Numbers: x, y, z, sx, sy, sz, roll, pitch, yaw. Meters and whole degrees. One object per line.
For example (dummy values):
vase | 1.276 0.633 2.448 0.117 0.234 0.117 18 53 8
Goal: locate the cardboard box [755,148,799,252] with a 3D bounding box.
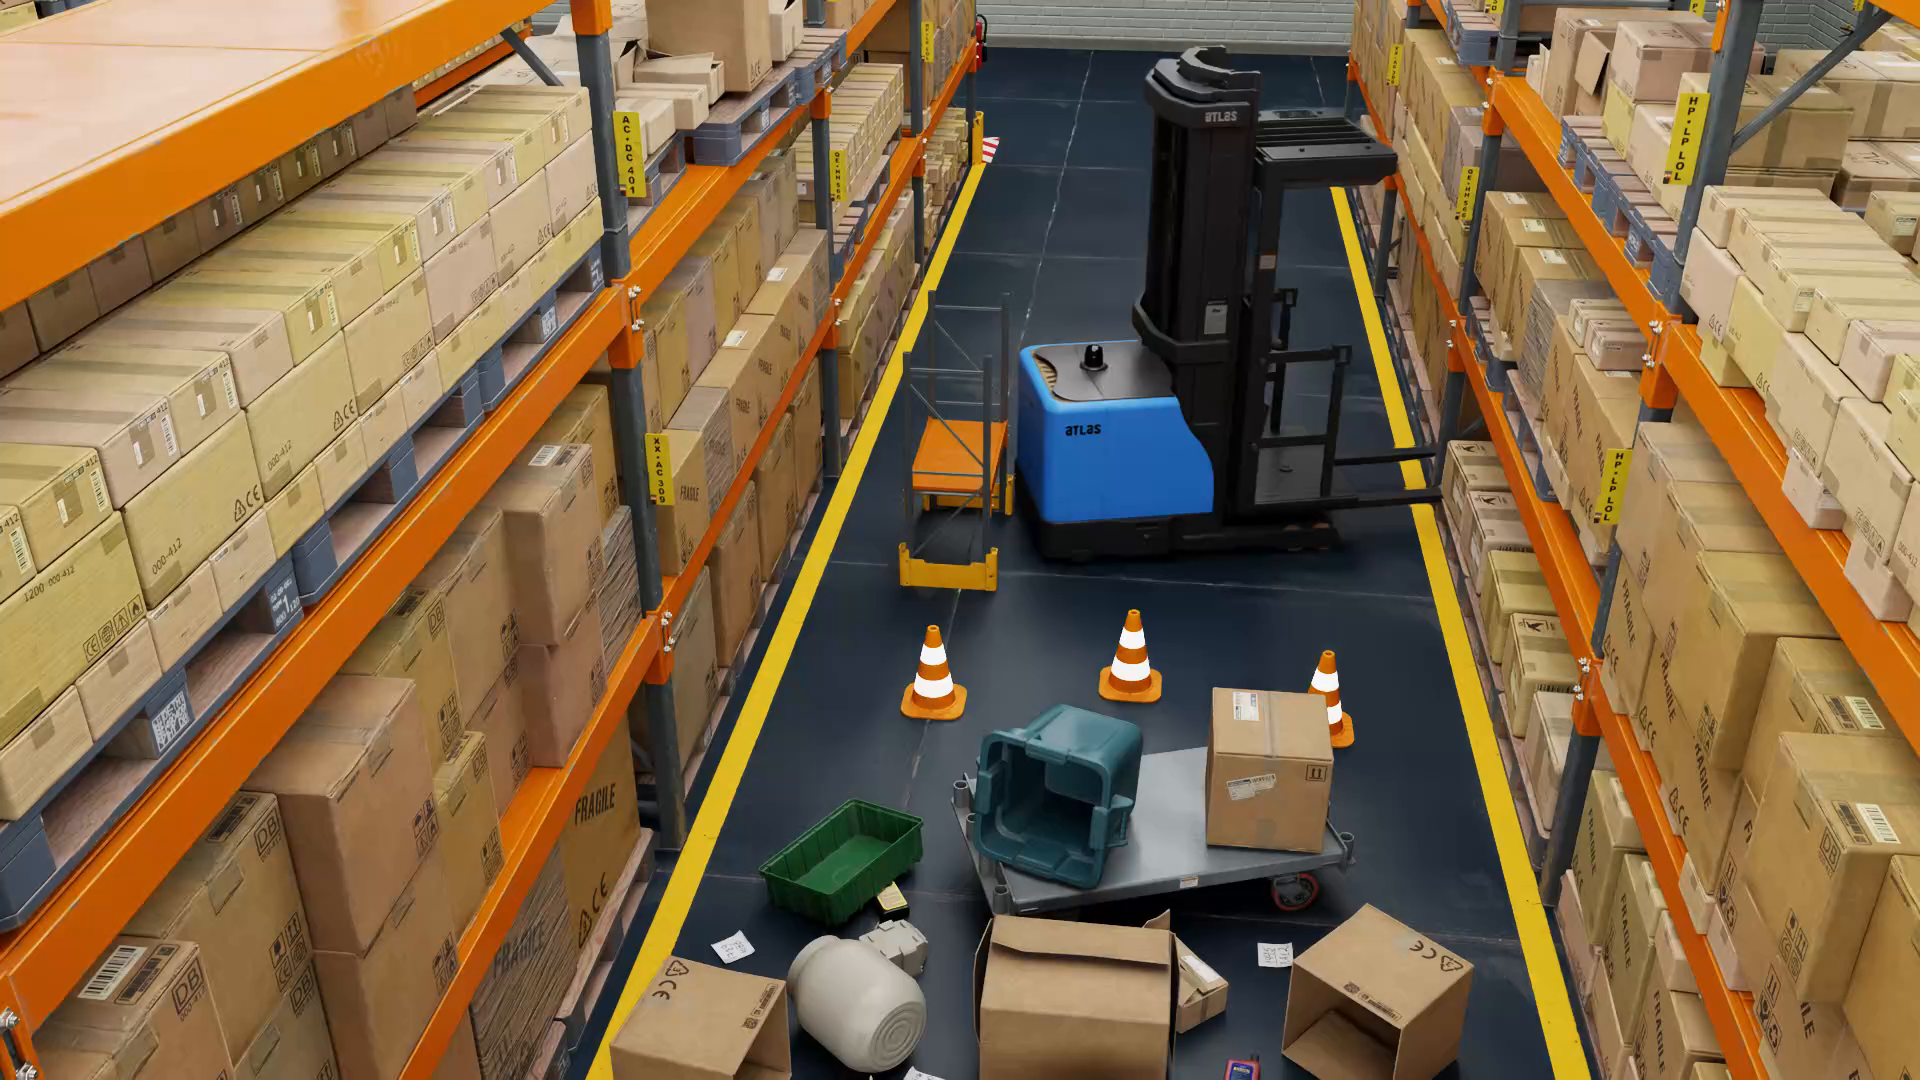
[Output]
cardboard box | -1.377 -2.064 10.051 0.700 0.500 0.500 3 28 6

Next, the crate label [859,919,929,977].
crate label | -0.294 1.760 7.130 0.298 0.136 0.250 -17 33 -29

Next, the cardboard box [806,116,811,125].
cardboard box | -1.389 -3.341 13.403 0.380 0.149 0.250 4 29 7

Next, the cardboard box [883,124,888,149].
cardboard box | -0.768 -3.192 13.126 0.380 0.149 0.250 2 28 4

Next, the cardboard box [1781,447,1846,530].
cardboard box | 2.597 -0.143 4.748 0.380 0.149 0.250 3 28 5

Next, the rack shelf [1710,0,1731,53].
rack shelf | 3.368 -2.757 7.353 1.077 0.370 4.000 3 28 6

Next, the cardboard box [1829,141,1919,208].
cardboard box | 3.593 -1.359 6.454 0.500 0.250 0.500 3 28 5

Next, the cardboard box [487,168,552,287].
cardboard box | -1.670 -1.037 5.439 0.500 0.250 0.500 3 28 6

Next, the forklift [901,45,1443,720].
forklift | 1.512 -1.069 9.437 4.086 2.935 2.622 -4 29 -8

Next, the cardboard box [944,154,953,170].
cardboard box | -0.275 -3.743 16.577 0.380 0.149 0.250 5 29 9

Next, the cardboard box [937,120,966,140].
cardboard box | -0.138 -4.240 17.185 0.380 0.149 0.250 3 28 5

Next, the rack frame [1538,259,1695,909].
rack frame | 3.123 0.332 6.763 1.000 3.000 0.127 3 28 6

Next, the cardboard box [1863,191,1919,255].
cardboard box | 3.301 -1.067 5.621 0.380 0.149 0.250 4 29 7

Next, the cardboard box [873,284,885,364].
cardboard box | -0.855 -1.672 12.676 0.500 0.500 0.500 3 28 5

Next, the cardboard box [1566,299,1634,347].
cardboard box | 3.038 -0.999 7.688 0.380 0.149 0.250 2 28 4

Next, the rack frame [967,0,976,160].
rack frame | -0.331 -5.556 17.693 1.000 3.000 0.127 3 28 6

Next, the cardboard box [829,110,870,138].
cardboard box | -0.869 -3.069 12.271 0.380 0.149 0.250 3 28 5

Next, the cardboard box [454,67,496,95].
cardboard box | -5.352 -4.407 17.358 0.875 0.875 0.875 3 28 6

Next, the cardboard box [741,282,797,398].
cardboard box | -1.224 -1.137 9.384 0.500 0.500 0.500 3 28 5

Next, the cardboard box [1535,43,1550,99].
cardboard box | 3.375 -2.553 9.098 0.396 0.266 0.258 3 28 6

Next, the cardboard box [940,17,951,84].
cardboard box | -0.360 -4.535 15.379 0.500 0.500 0.500 3 28 5

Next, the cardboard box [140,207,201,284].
cardboard box | -2.370 -0.830 4.633 0.380 0.149 0.250 3 28 6

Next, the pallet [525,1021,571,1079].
pallet | -2.120 2.249 6.145 1.003 0.211 1.213 3 28 6

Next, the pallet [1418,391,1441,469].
pallet | 3.785 -0.690 11.600 1.003 0.211 1.213 3 28 6

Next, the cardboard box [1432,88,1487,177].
cardboard box | 3.539 -2.769 11.359 0.500 0.500 0.500 3 28 6

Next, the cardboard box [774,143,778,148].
cardboard box | -1.547 -2.862 12.201 0.380 0.149 0.250 4 29 7

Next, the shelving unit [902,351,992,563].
shelving unit | -0.014 -0.605 10.084 0.500 1.500 0.985 3 28 6

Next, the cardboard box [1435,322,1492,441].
cardboard box | 3.781 -1.120 11.256 0.875 0.875 0.875 3 28 6

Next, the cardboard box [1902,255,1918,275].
cardboard box | 3.336 -0.829 5.600 0.500 0.250 0.500 3 28 6

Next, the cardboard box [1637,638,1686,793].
cardboard box | 2.754 0.586 5.873 0.500 0.500 0.500 3 28 6

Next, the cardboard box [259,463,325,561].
cardboard box | -1.808 -0.082 4.085 0.380 0.149 0.250 3 29 6

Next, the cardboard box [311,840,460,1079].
cardboard box | -2.052 1.215 4.965 0.875 0.550 0.550 3 28 6

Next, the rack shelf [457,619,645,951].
rack shelf | -2.047 1.233 5.568 0.919 0.052 3.809 3 28 6

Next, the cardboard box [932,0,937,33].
cardboard box | -0.476 -4.732 14.689 0.500 0.500 0.500 3 28 5

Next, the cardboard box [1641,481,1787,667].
cardboard box | 2.770 0.151 5.626 0.700 0.500 0.500 4 29 6

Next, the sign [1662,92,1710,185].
sign | 2.572 -1.420 5.892 0.100 0.325 0.005 3 28 6

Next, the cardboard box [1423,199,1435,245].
cardboard box | 3.542 -2.215 11.649 0.500 0.250 0.500 3 28 6

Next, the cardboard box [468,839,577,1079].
cardboard box | -2.055 1.559 6.283 0.875 0.875 0.875 4 29 7

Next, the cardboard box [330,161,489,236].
cardboard box | -1.653 -1.030 5.005 0.380 0.149 0.250 3 29 6

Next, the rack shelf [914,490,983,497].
rack shelf | -0.010 -0.493 10.180 0.416 0.036 0.922 3 28 6

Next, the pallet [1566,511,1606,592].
pallet | 3.361 0.065 7.460 1.003 0.211 1.213 3 28 6

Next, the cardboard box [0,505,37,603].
cardboard box | -1.935 0.047 3.006 0.380 0.149 0.250 4 29 7

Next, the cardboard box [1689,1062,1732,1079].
cardboard box | 2.602 2.035 5.267 0.500 0.500 0.500 3 28 5

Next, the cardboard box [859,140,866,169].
cardboard box | -0.897 -2.818 12.119 0.380 0.149 0.250 3 28 6

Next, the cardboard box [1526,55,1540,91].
cardboard box | 4.131 -4.043 13.041 0.975 1.149 8.216 3 28 5

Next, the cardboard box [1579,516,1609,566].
cardboard box | 2.912 0.000 7.202 0.380 0.149 0.250 4 29 7
